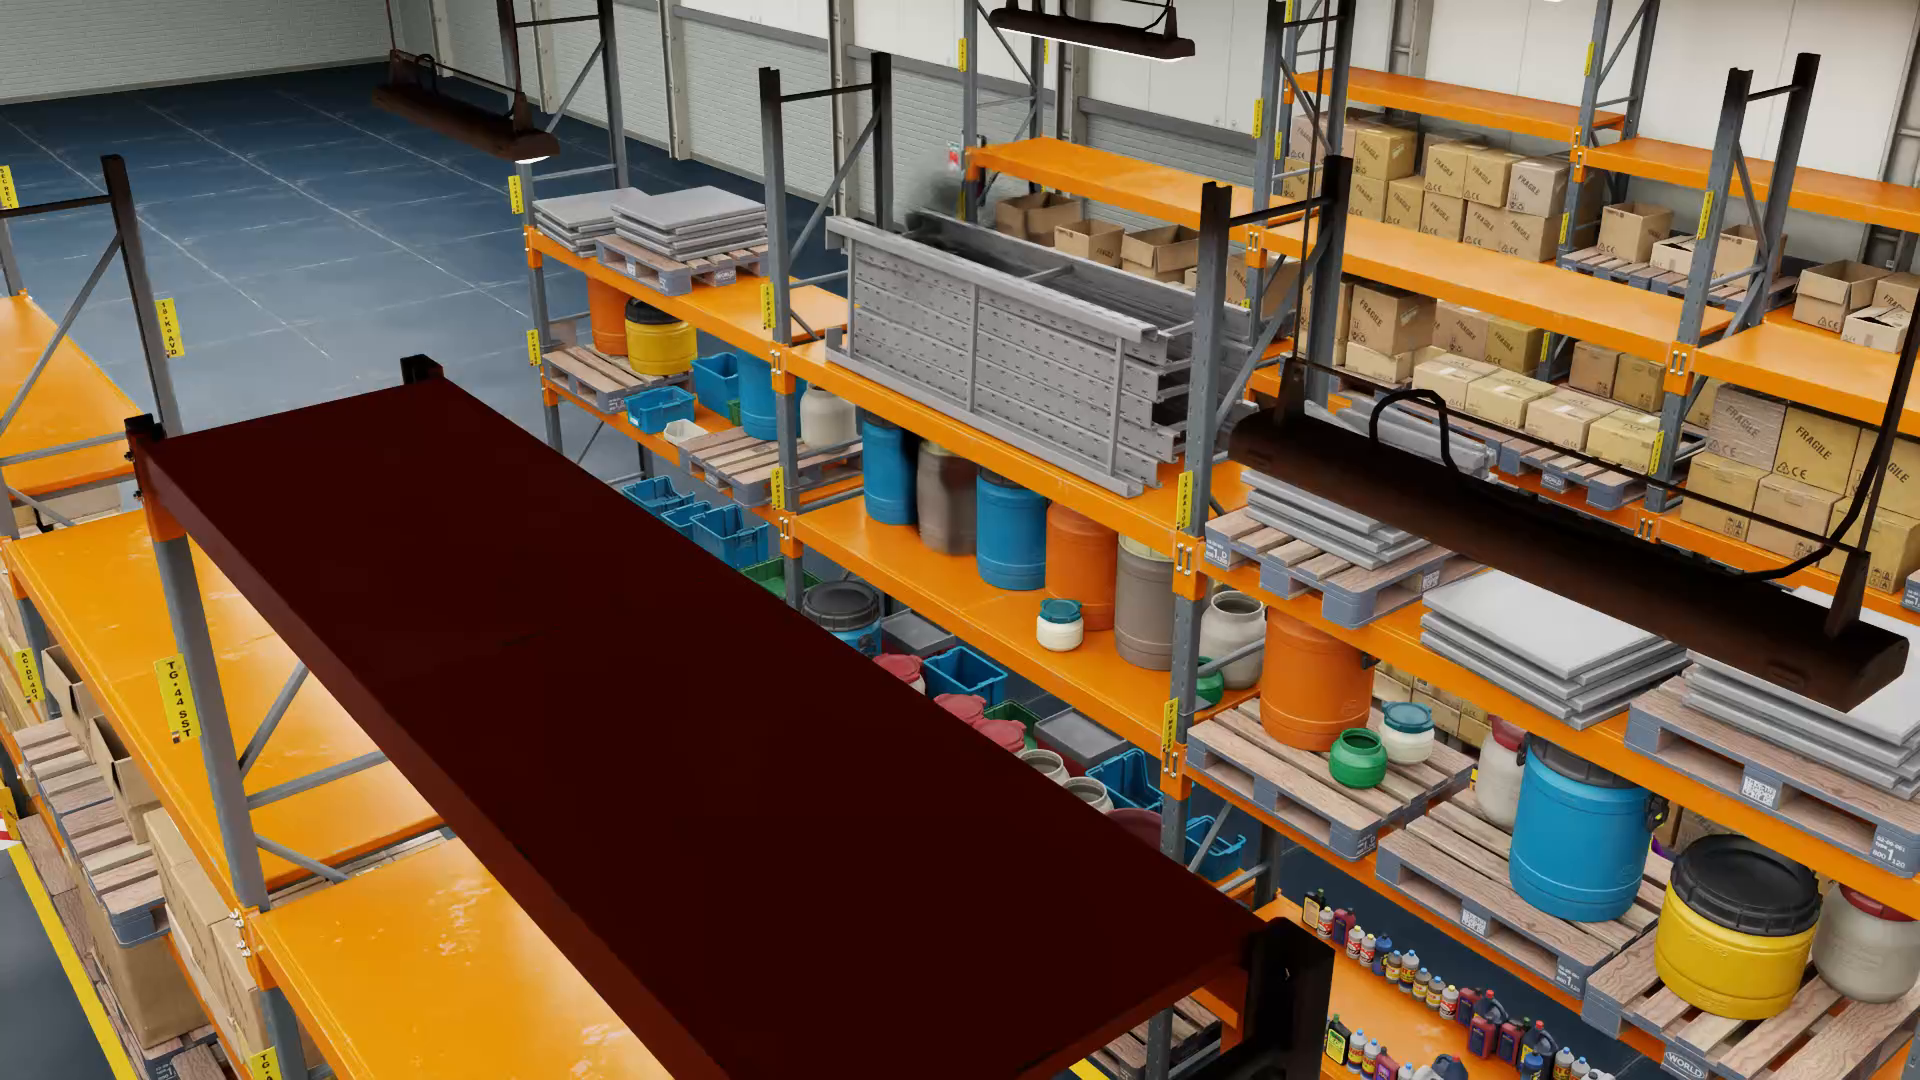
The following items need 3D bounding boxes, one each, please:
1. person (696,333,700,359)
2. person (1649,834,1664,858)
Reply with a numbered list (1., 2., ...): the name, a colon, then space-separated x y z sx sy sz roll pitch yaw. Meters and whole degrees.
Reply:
1. person: -3.689 -2.764 22.150 0.556 1.602 0.577 -9 27 -18
2. person: 4.332 2.448 11.237 0.575 1.718 0.698 20 32 35
